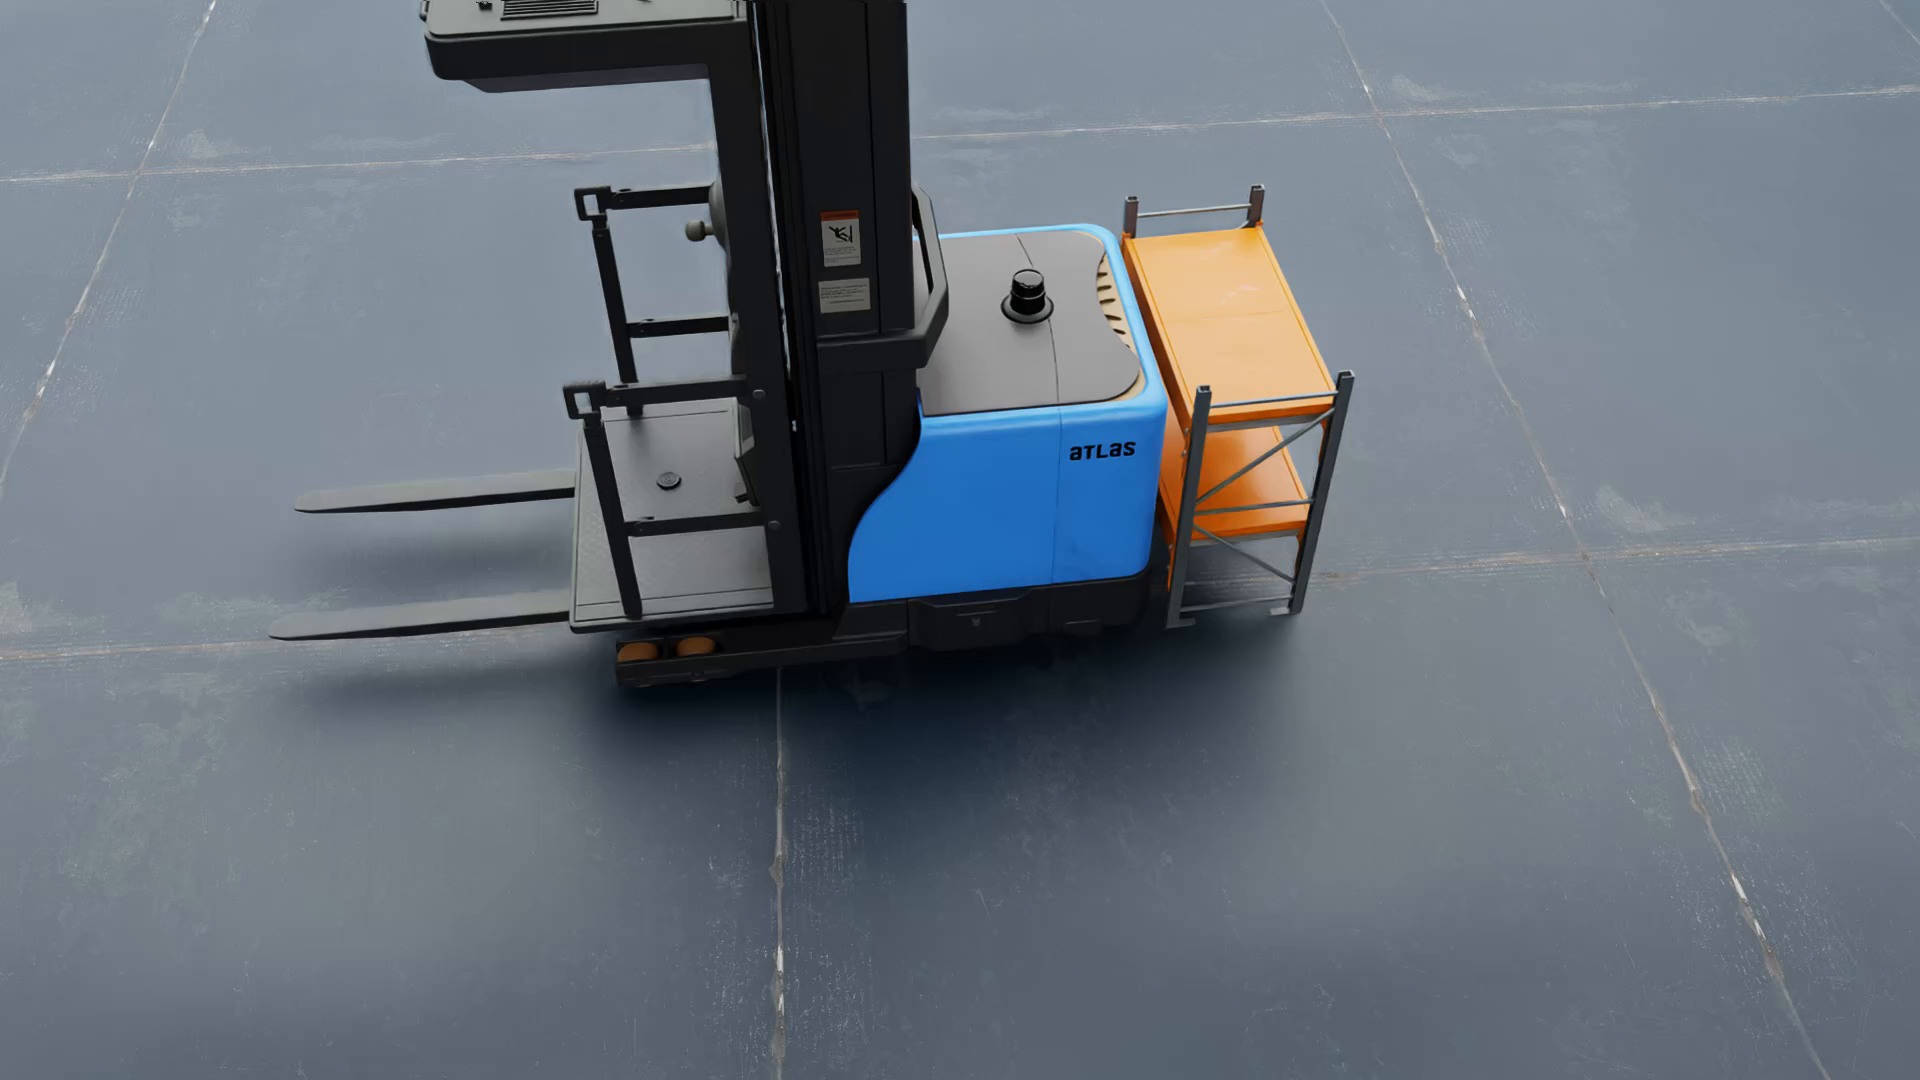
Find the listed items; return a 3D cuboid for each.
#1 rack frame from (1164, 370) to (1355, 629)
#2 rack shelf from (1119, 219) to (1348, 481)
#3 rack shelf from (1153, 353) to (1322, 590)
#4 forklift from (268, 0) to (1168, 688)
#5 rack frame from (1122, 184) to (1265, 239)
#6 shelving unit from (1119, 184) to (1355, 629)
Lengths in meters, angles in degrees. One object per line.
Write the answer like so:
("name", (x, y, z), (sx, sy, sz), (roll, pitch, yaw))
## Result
("rack frame", (0.983, -0.108, 5.577), (0.500, 1.125, 0.032), (-6, 47, -6))
("rack shelf", (0.906, -0.674, 5.710), (0.538, 0.278, 1.000), (-6, 47, -6))
("rack shelf", (0.906, -0.305, 6.100), (0.538, 0.278, 1.000), (-6, 47, -6))
("forklift", (-0.887, -0.908, 5.091), (3.031, 2.935, 1.130), (-5, 47, -5))
("rack frame", (0.830, -0.838, 6.269), (0.500, 1.125, 0.032), (-6, 47, -6))
("shelving unit", (0.906, -0.473, 5.923), (0.538, 1.125, 1.048), (-6, 47, -6))
